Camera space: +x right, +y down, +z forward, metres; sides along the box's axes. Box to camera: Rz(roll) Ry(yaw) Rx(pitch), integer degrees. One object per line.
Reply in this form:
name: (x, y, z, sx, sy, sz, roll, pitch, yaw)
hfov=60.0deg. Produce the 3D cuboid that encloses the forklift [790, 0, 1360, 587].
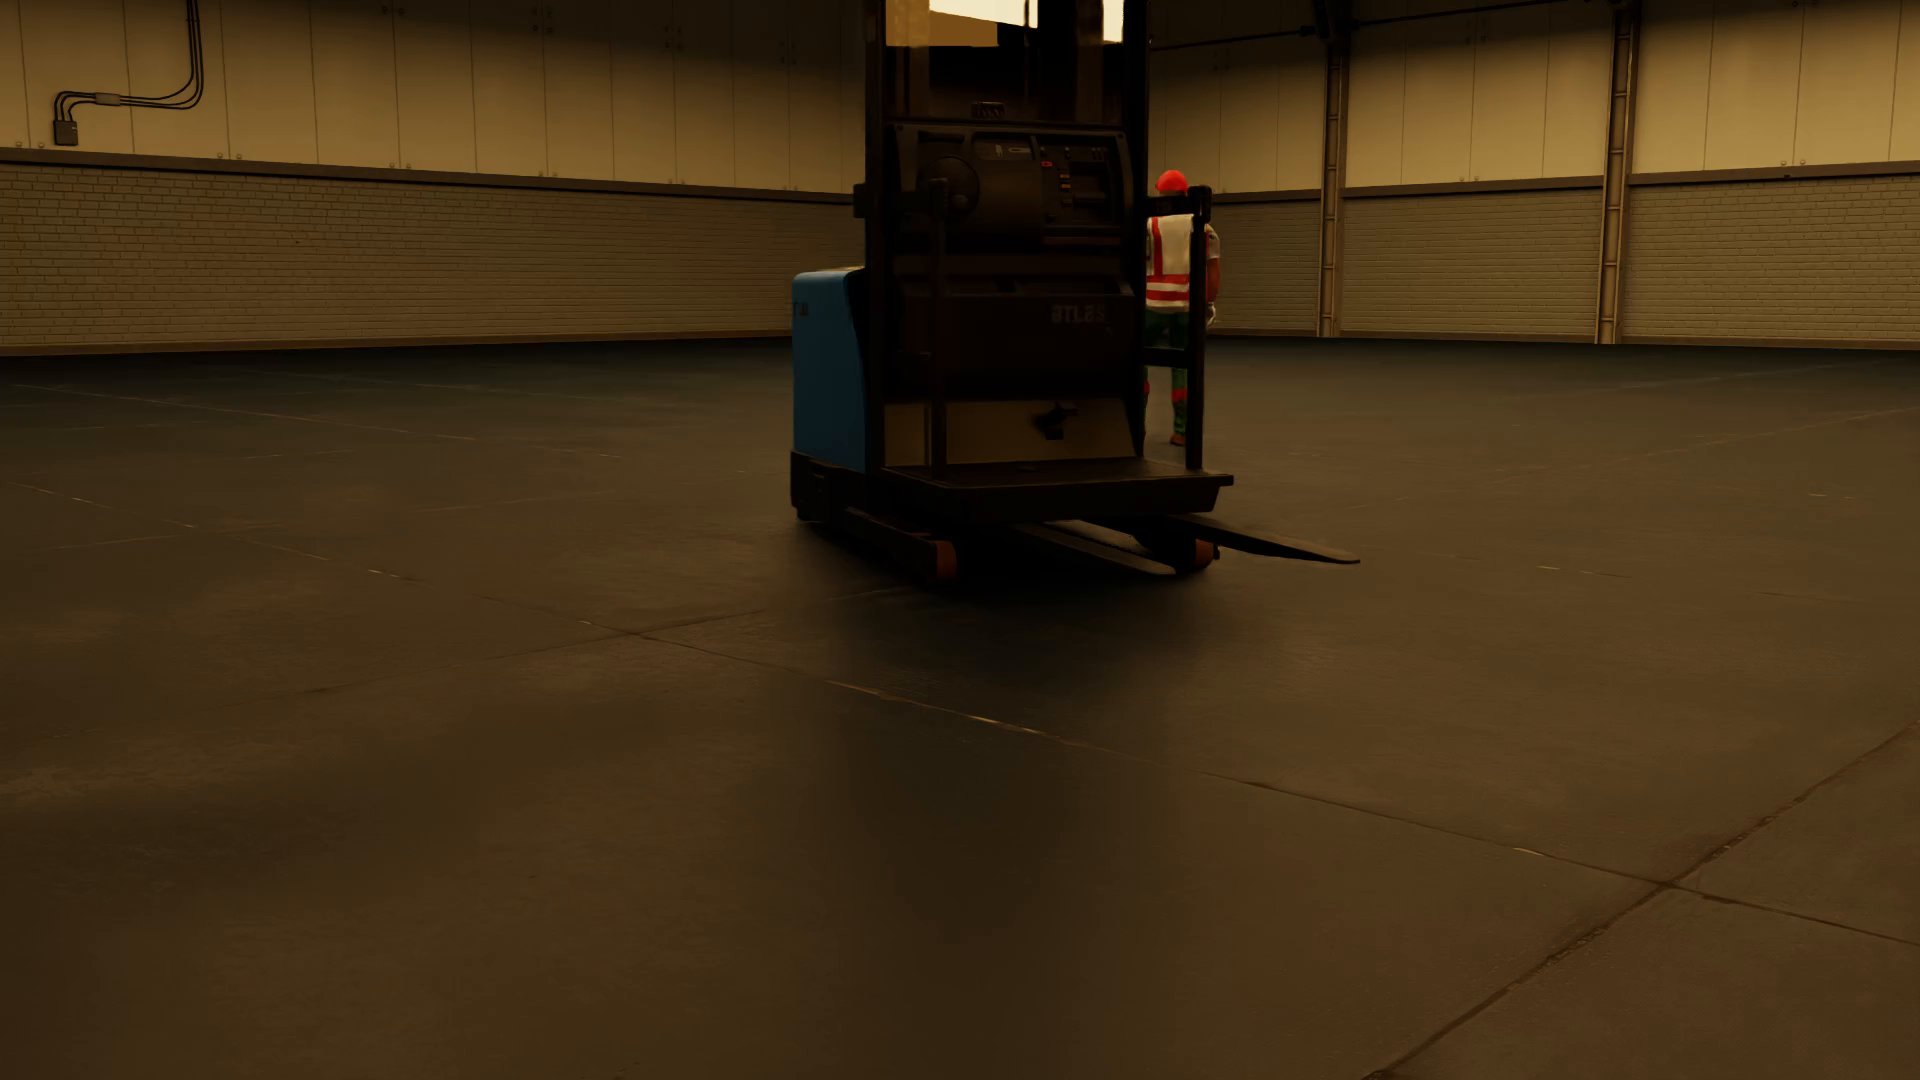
forklift: (0.286, -1.359, 5.902, 1.130, 2.935, 3.031, -3, 9, -22)

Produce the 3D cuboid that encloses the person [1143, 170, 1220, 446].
person: (1.359, -1.485, 10.852, 0.647, 1.824, 0.506, -1, 9, -8)
